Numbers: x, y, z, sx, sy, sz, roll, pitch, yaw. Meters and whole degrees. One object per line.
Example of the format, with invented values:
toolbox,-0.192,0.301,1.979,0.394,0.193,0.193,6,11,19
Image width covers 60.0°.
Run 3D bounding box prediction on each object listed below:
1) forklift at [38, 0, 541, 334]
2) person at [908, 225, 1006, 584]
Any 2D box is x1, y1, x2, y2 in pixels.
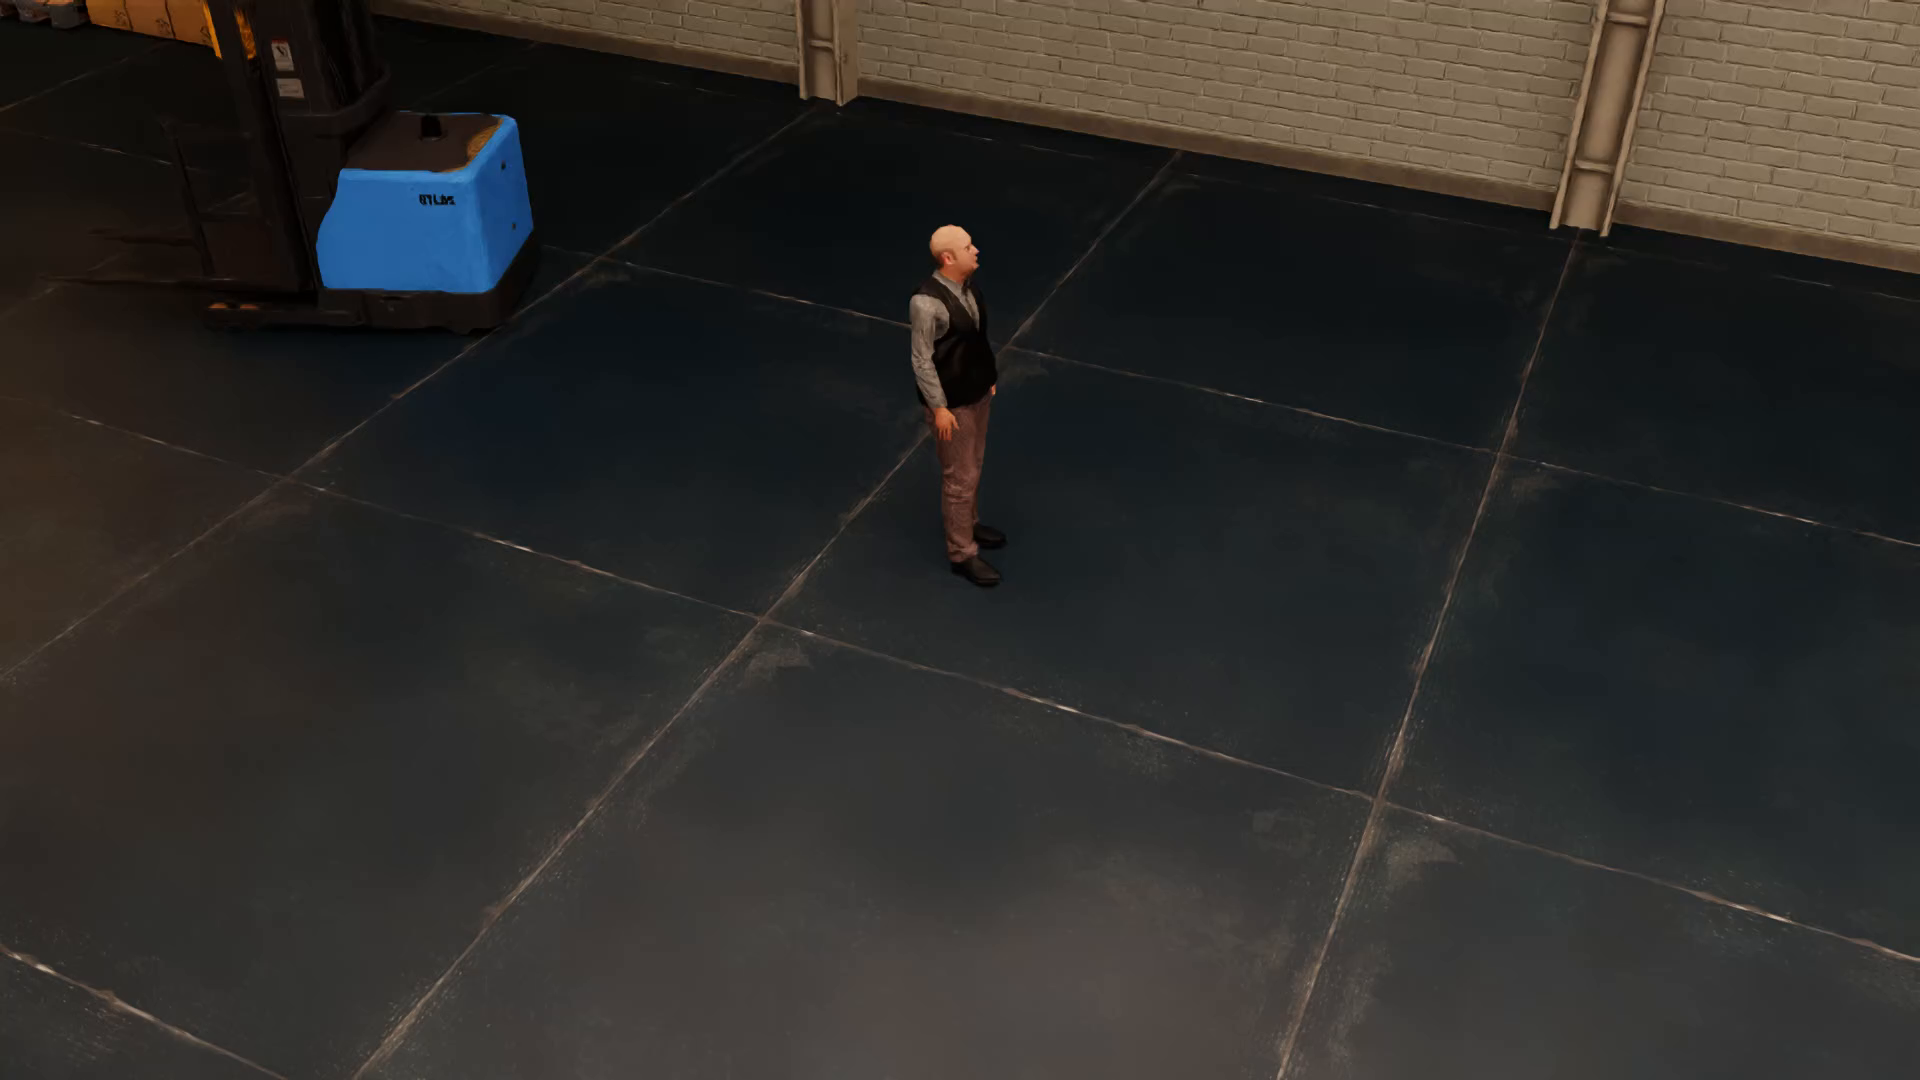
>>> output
forklift,-4.337,-2.815,10.033,3.031,2.935,1.130,3,36,4
person,0.053,-0.688,8.080,0.567,1.720,0.632,15,38,20
